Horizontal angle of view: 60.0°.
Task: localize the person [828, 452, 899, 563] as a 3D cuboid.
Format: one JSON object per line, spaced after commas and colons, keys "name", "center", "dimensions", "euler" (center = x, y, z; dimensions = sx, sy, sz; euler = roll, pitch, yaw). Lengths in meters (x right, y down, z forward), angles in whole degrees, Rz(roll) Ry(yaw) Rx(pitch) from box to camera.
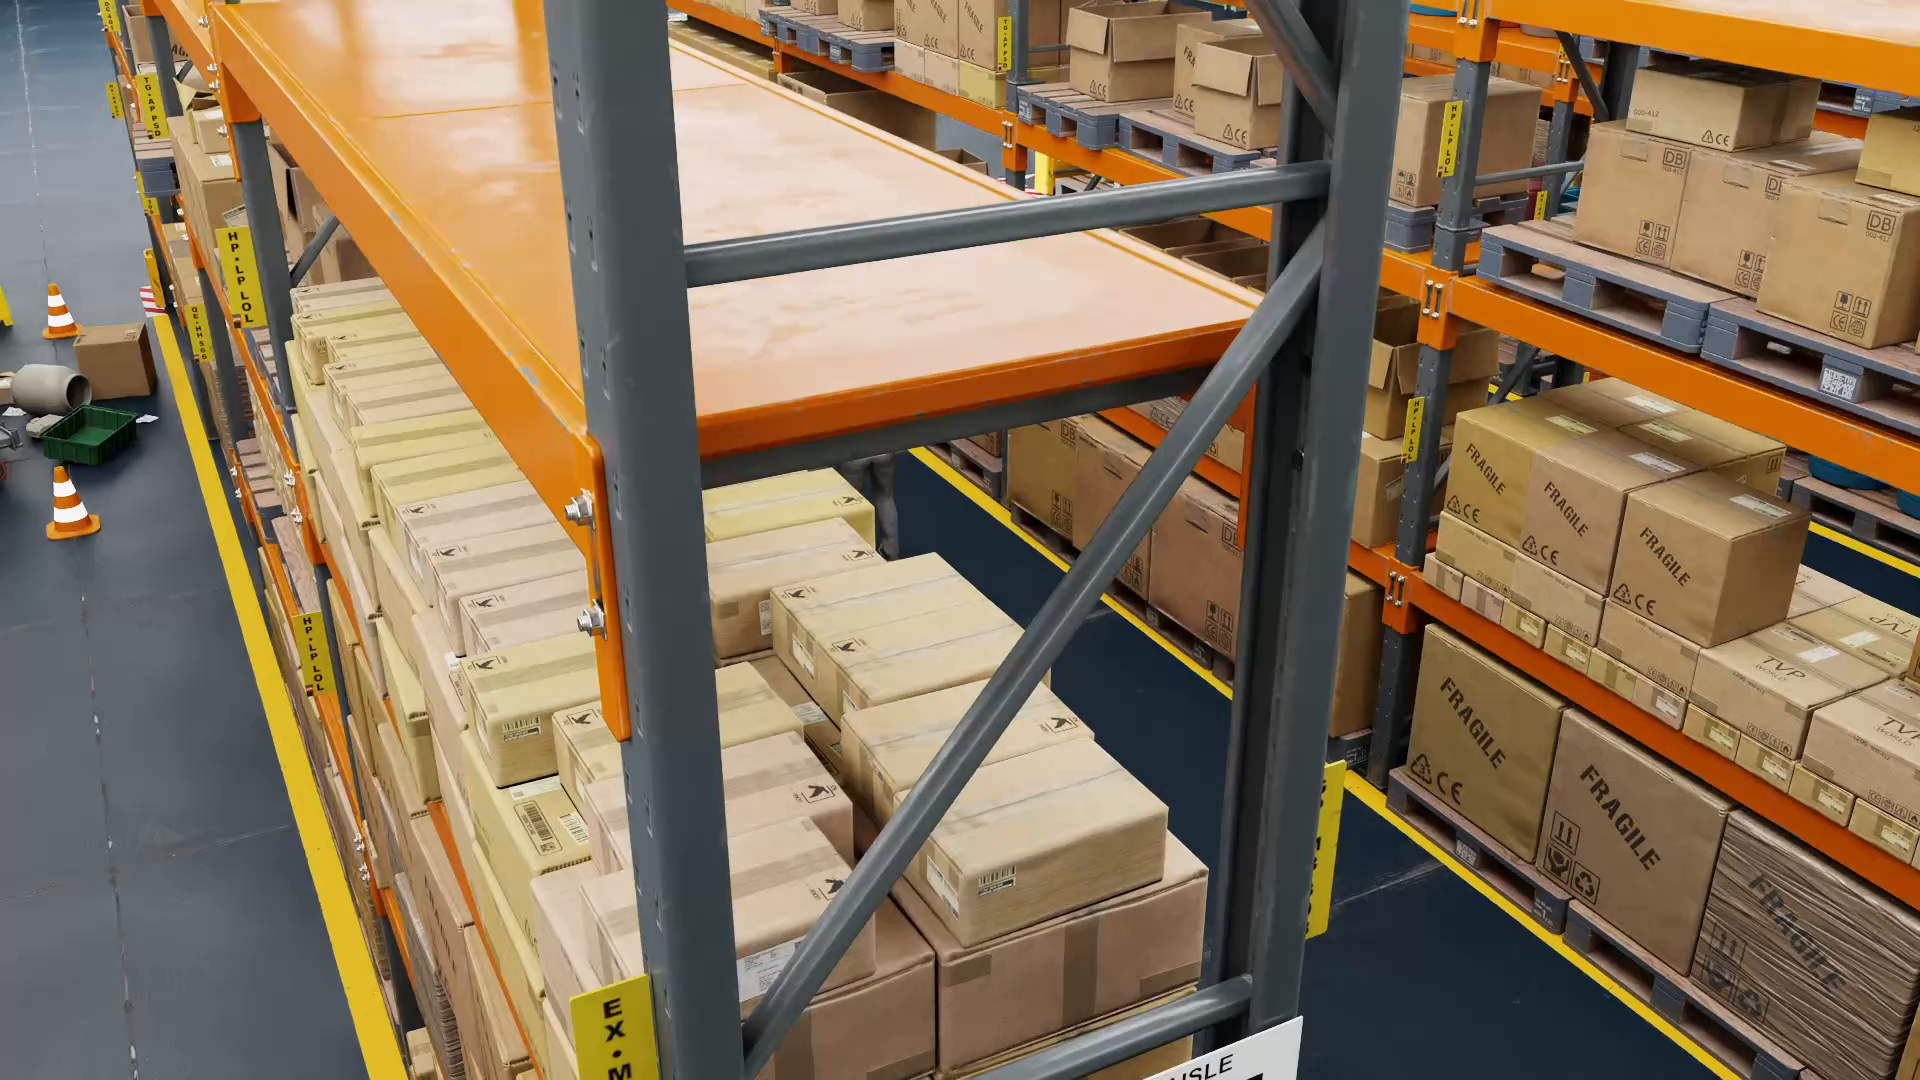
{"name": "person", "center": [-0.622, -0.586, 10.843], "dimensions": [0.505, 1.660, 0.392], "euler": [-13, 28, -25]}
